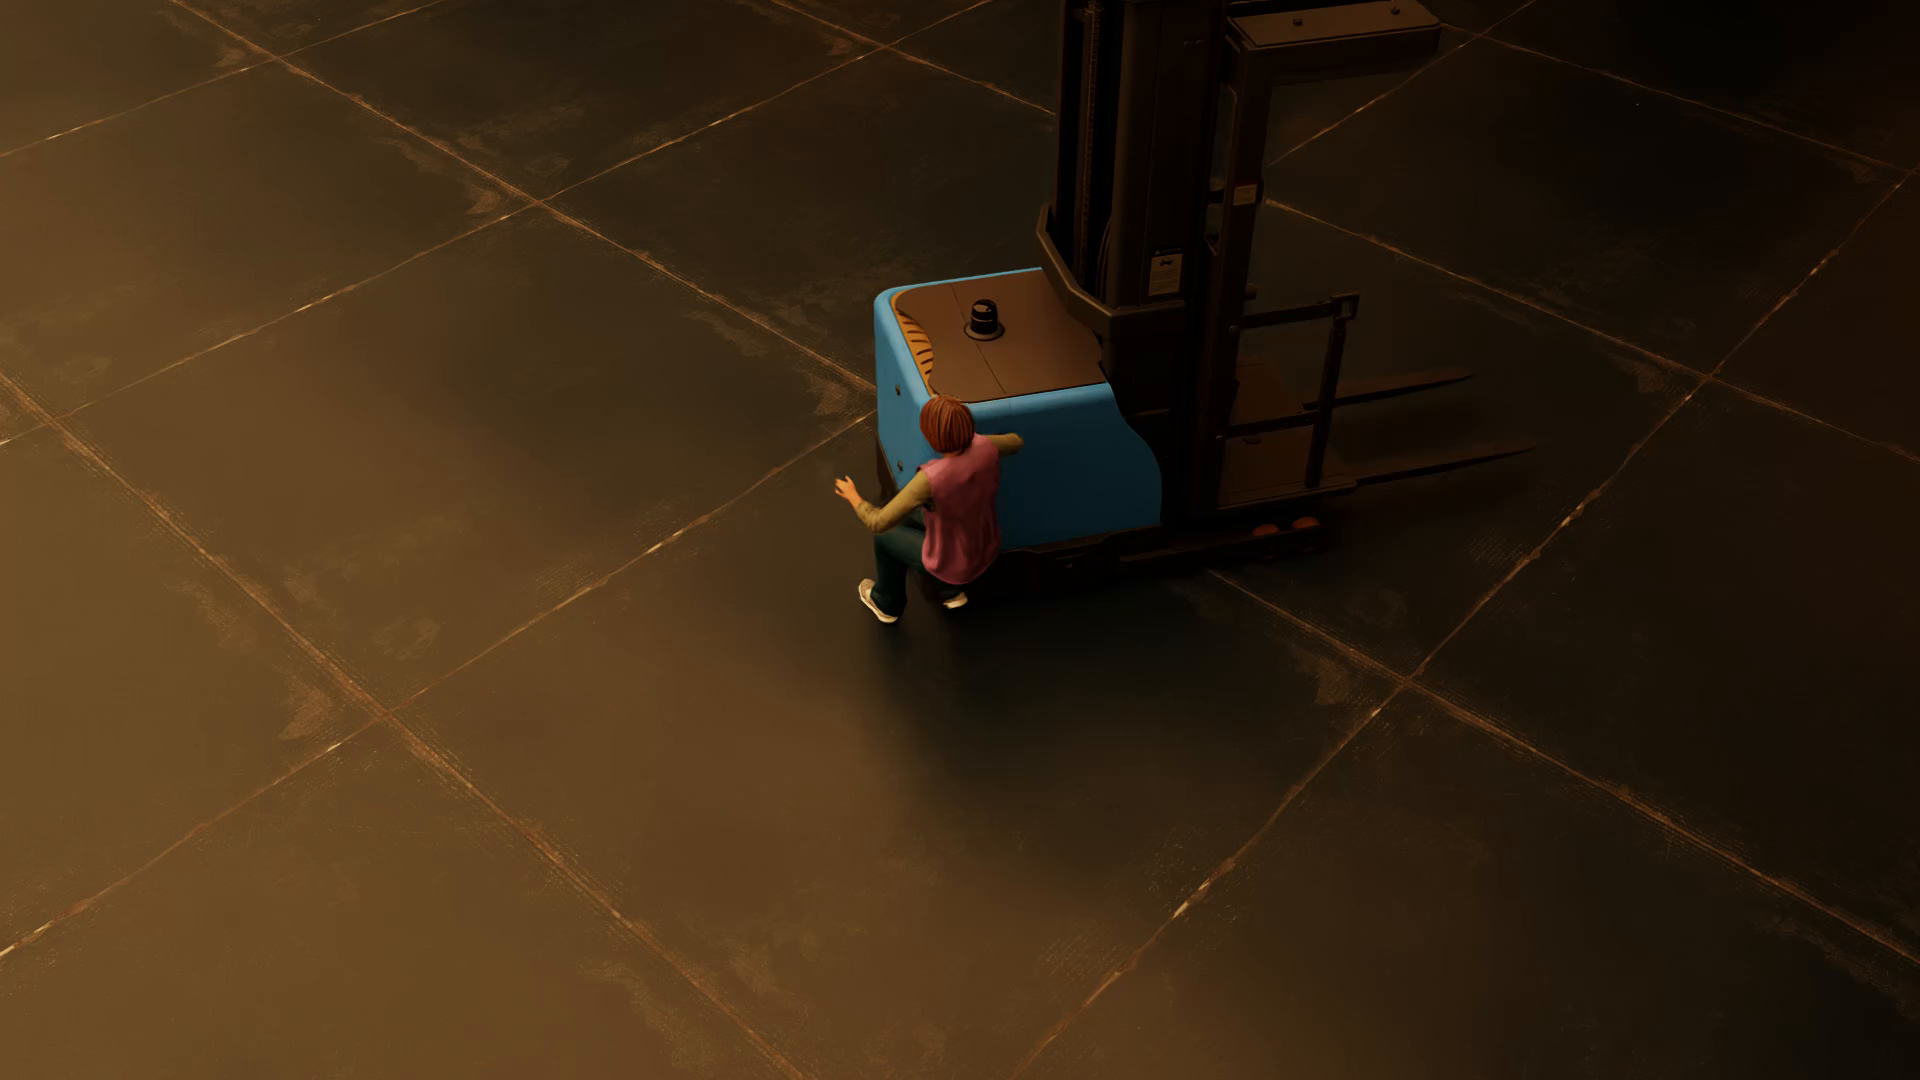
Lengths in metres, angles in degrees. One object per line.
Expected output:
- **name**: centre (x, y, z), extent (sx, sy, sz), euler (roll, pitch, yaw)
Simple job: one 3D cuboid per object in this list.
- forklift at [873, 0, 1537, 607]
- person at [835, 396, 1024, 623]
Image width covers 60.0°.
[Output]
- **forklift**: centre (1.181, -1.346, 6.997), extent (3.031, 2.935, 1.130), euler (-10, 42, -11)
- **person**: centre (-0.174, -0.111, 6.773), extent (0.753, 1.381, 0.742), euler (28, 48, 29)
